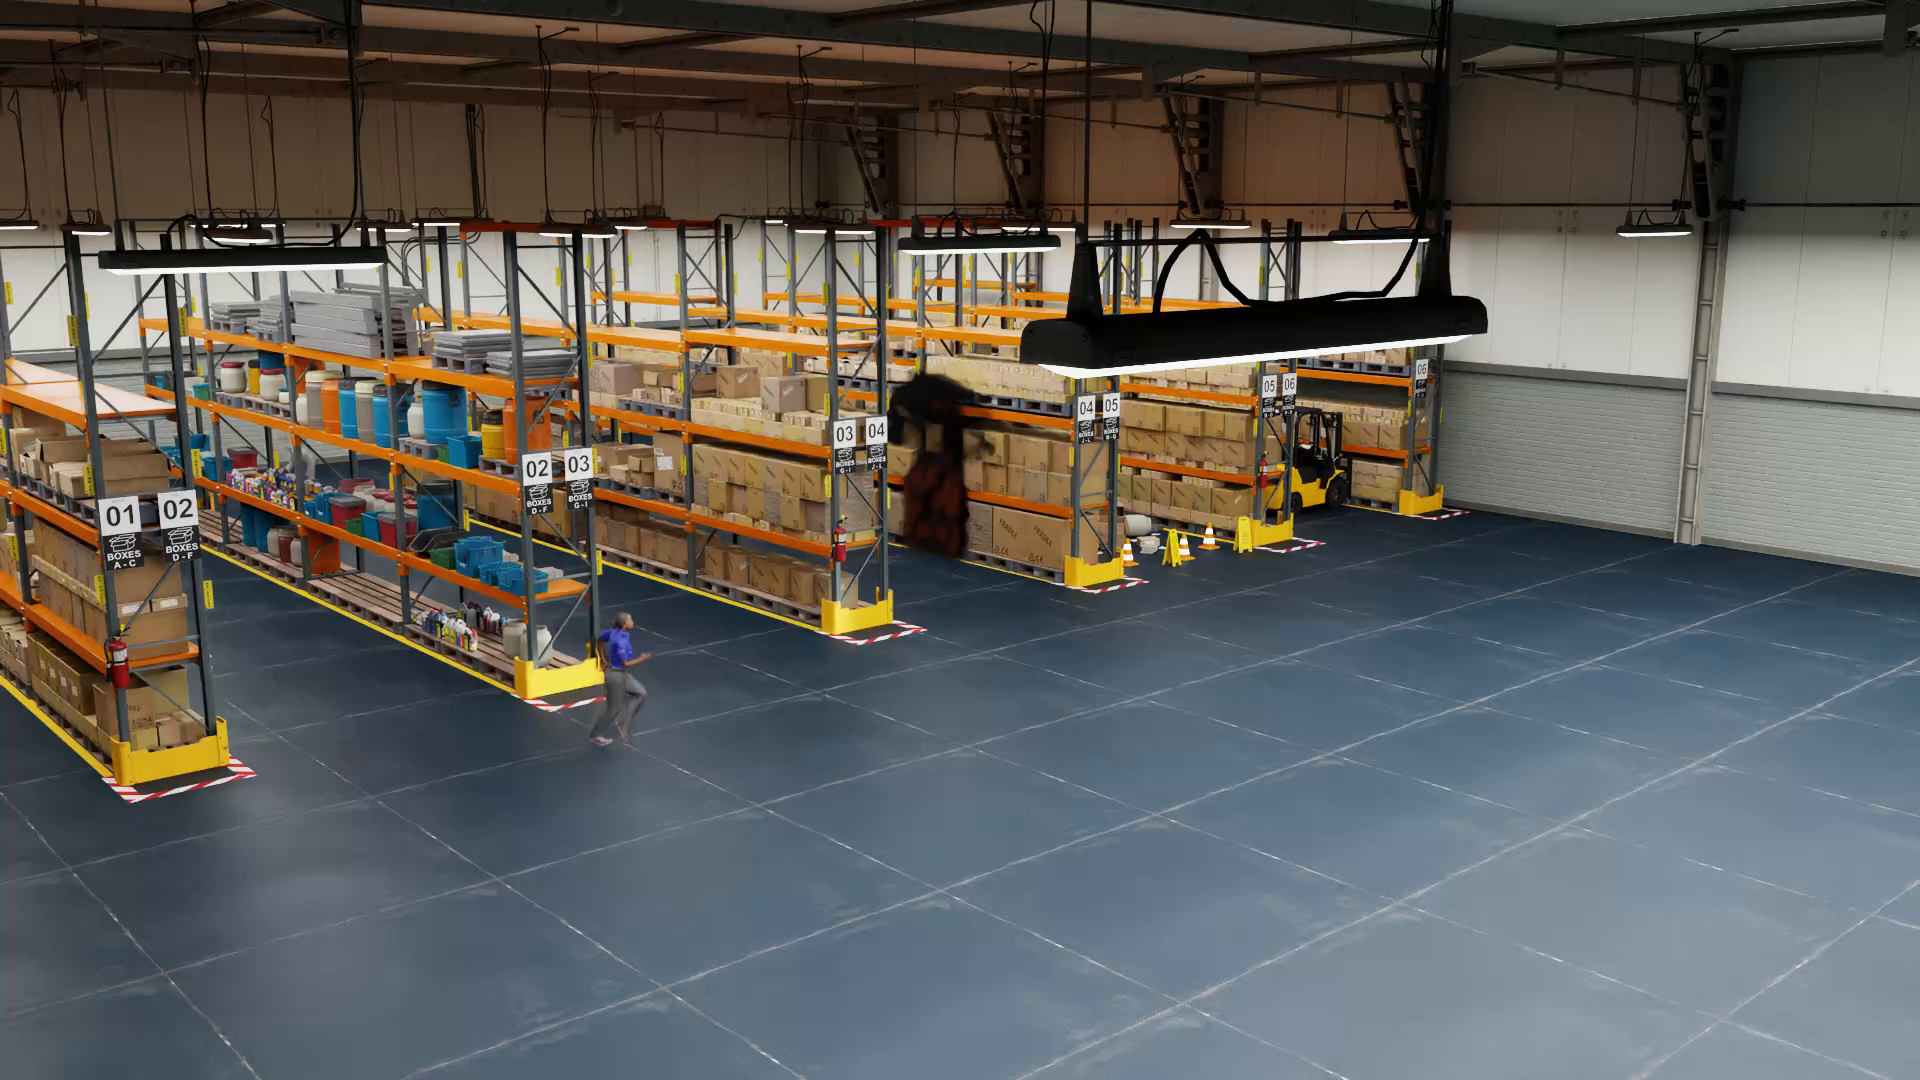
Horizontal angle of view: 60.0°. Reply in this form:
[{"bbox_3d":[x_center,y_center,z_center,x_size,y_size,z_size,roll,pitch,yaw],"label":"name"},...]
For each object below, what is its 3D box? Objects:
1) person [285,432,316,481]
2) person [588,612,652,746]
[{"bbox_3d":[-14.992,-1.972,37.525,0.922,1.657,0.563,-4,12,-17],"label":"person"},{"bbox_3d":[-4.026,1.628,19.623,0.781,1.615,0.606,-3,12,-15],"label":"person"}]
